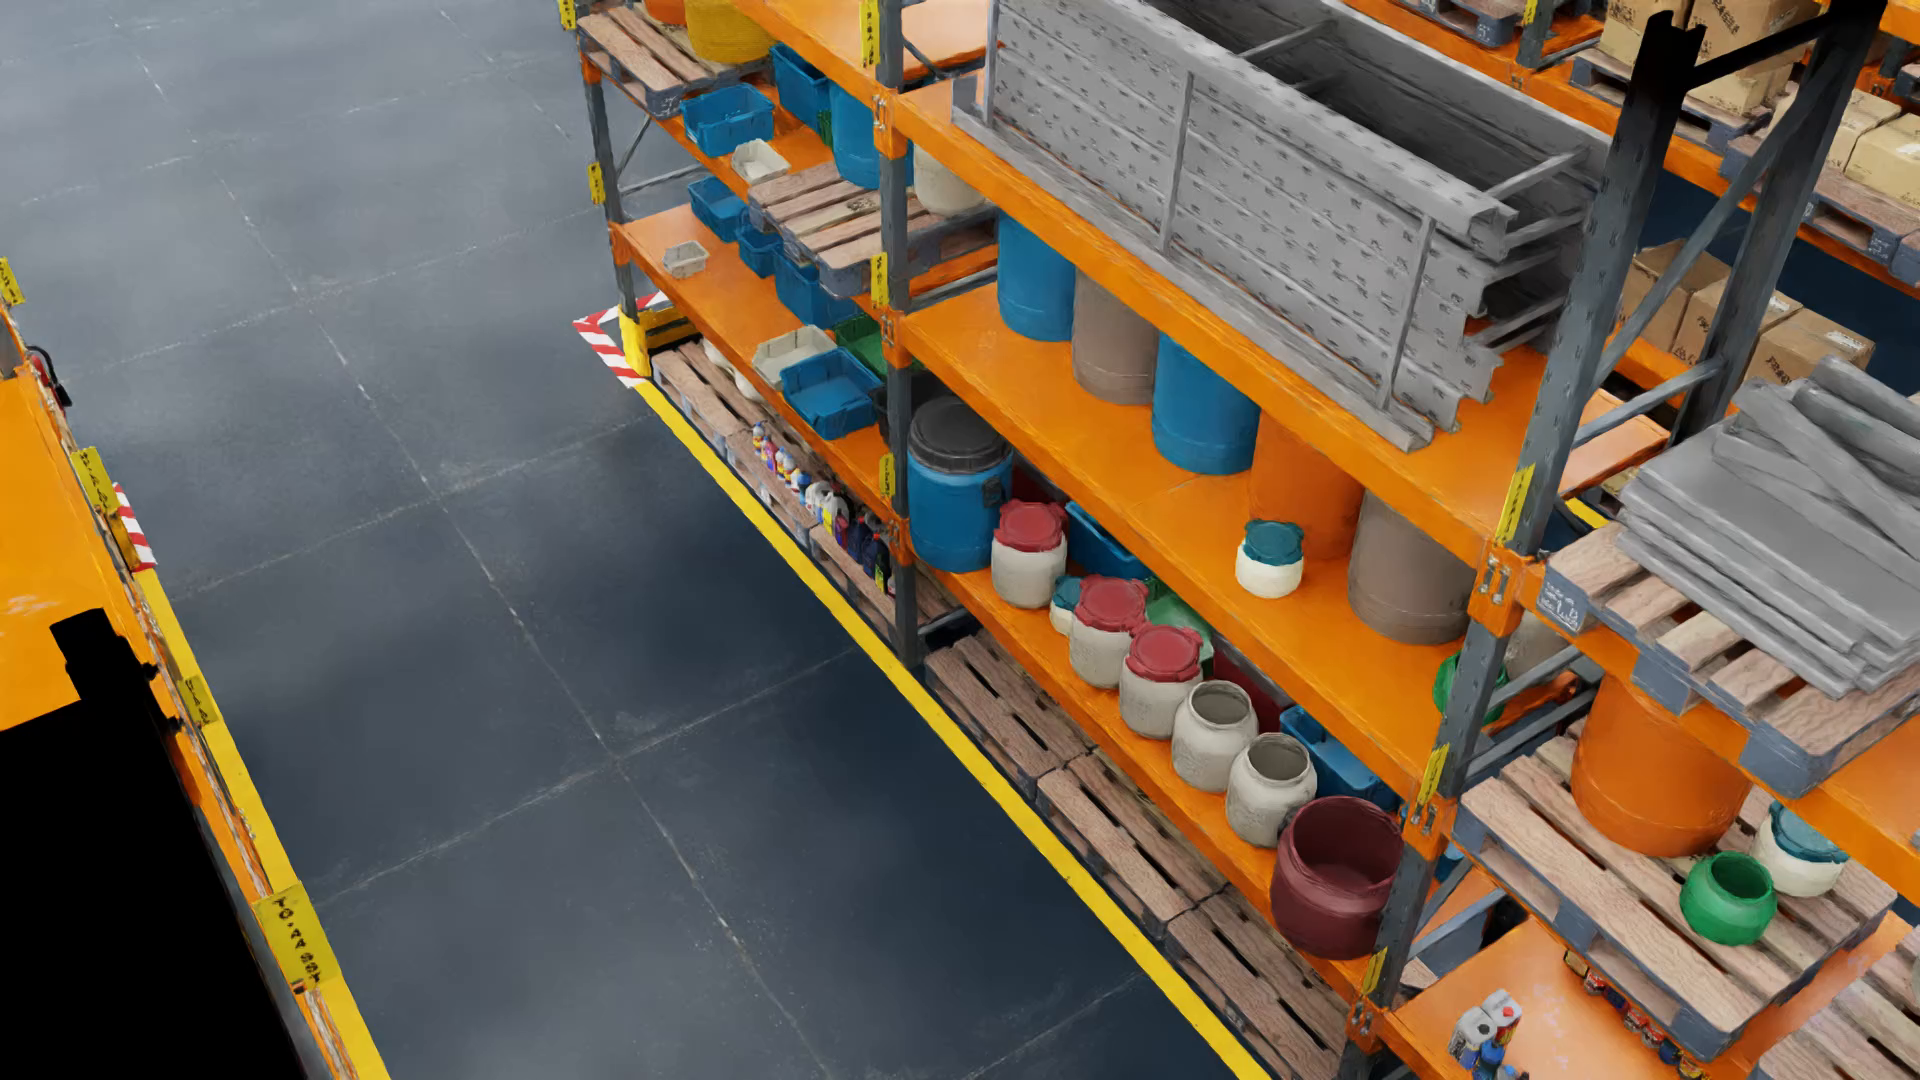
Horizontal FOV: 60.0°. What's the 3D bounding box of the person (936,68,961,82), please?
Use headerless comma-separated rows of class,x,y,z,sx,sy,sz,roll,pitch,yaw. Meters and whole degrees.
person,0.180,-5.231,16.170,0.810,1.712,0.689,27,49,26
